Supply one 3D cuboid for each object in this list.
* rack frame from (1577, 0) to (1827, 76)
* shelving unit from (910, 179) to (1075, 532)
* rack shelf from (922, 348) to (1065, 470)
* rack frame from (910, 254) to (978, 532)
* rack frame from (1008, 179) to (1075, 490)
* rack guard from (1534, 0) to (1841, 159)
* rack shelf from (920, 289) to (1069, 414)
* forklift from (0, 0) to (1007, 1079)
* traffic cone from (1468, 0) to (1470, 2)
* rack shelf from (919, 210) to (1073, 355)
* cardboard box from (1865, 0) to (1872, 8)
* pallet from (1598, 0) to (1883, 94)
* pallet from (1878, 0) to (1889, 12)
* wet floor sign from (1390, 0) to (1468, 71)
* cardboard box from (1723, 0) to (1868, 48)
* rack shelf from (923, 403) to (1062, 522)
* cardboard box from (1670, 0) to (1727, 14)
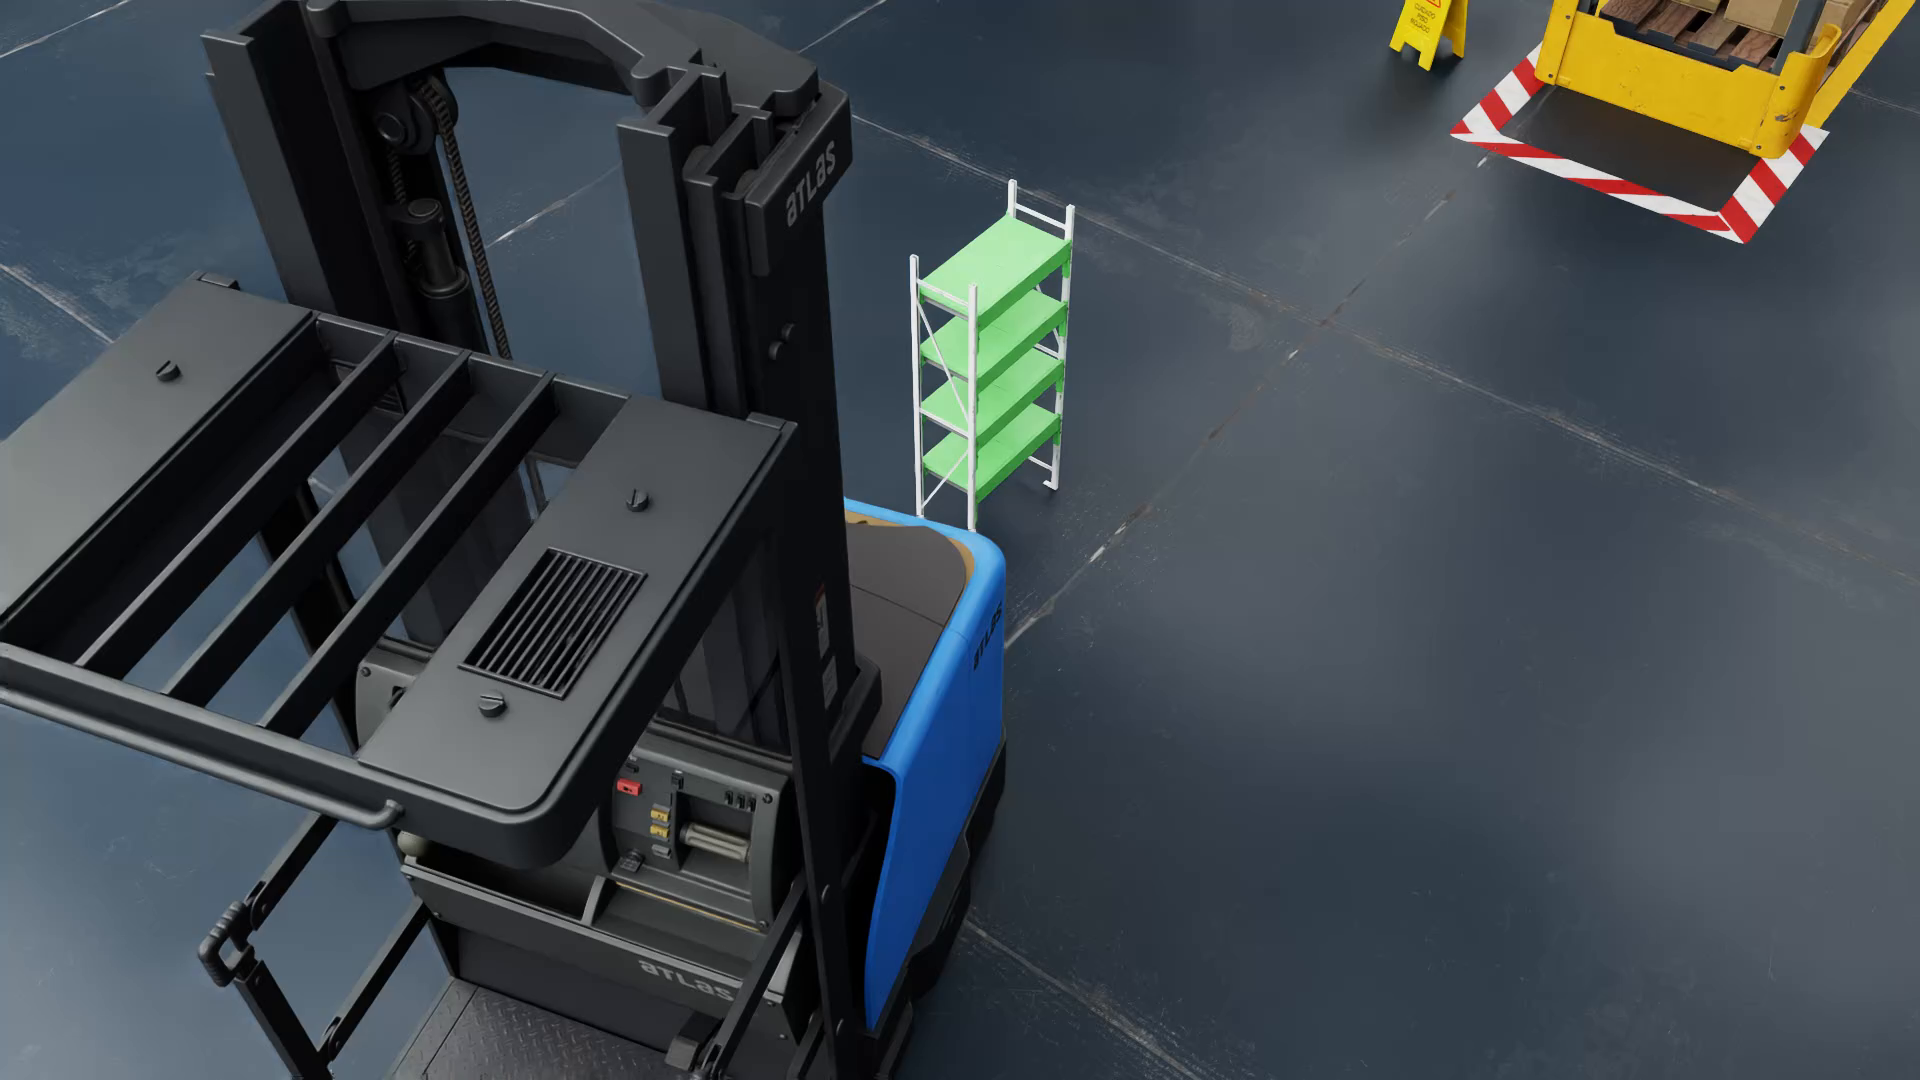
[{"bbox_3d":[3.204,-3.016,6.557,1.000,3.000,0.127,29,53,25],"label":"rack frame"},{"bbox_3d":[0.101,-0.509,5.407,0.258,1.200,0.503,29,53,25],"label":"shelving unit"},{"bbox_3d":[0.101,-0.465,5.453,0.258,0.148,0.480,29,53,25],"label":"rack shelf"},{"bbox_3d":[-0.048,-0.370,5.273,0.240,1.200,0.015,29,53,25],"label":"rack frame"},{"bbox_3d":[0.250,-0.649,5.540,0.240,1.200,0.015,29,53,25],"label":"rack frame"},{"bbox_3d":[3.250,-2.196,7.502,1.175,0.500,0.348,29,53,25],"label":"rack guard"},{"bbox_3d":[0.101,-0.631,5.279,0.258,0.148,0.480,29,53,25],"label":"rack shelf"},{"bbox_3d":[-0.854,0.607,3.143,1.130,2.935,3.031,15,48,14],"label":"forklift"},{"bbox_3d":[2.446,-2.956,8.254,0.336,0.463,0.334,29,53,25],"label":"traffic cone"},{"bbox_3d":[0.101,-0.797,5.106,0.258,0.148,0.480,29,53,25],"label":"rack shelf"},{"bbox_3d":[4.234,-2.840,7.999,0.500,0.250,0.500,31,54,26],"label":"cardboard box"},{"bbox_3d":[3.775,-2.546,8.036,1.003,0.211,1.213,29,53,25],"label":"pallet"},{"bbox_3d":[4.521,-3.241,8.700,1.003,0.211,1.213,29,53,25],"label":"pallet"},{"bbox_3d":[2.241,-2.567,7.756,0.232,0.644,0.267,-25,51,-22],"label":"wet floor sign"},{"bbox_3d":[3.916,-2.551,7.723,0.500,0.250,0.500,29,53,25],"label":"cardboard box"},{"bbox_3d":[0.101,-0.299,5.626,0.258,0.148,0.480,29,53,25],"label":"rack shelf"},{"bbox_3d":[3.500,-2.807,7.968,0.500,0.250,0.500,29,53,25],"label":"cardboard box"}]
